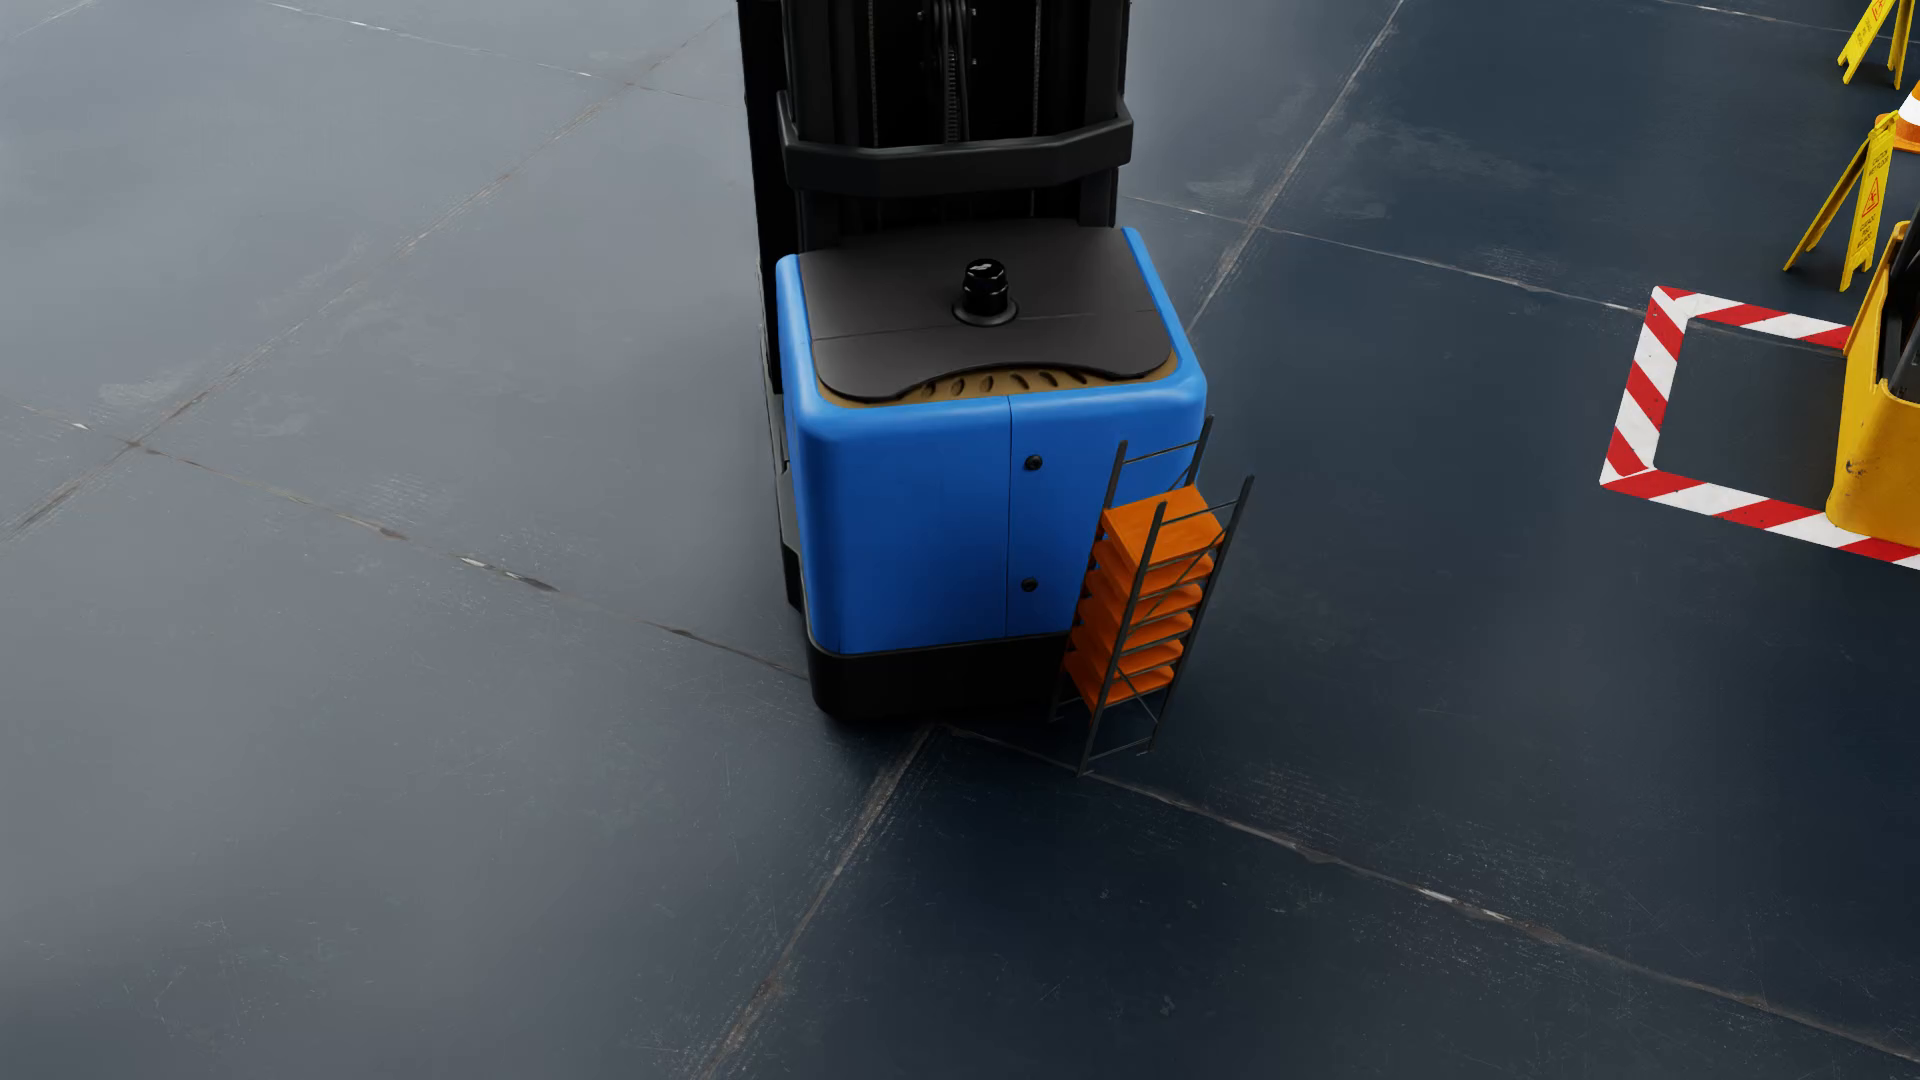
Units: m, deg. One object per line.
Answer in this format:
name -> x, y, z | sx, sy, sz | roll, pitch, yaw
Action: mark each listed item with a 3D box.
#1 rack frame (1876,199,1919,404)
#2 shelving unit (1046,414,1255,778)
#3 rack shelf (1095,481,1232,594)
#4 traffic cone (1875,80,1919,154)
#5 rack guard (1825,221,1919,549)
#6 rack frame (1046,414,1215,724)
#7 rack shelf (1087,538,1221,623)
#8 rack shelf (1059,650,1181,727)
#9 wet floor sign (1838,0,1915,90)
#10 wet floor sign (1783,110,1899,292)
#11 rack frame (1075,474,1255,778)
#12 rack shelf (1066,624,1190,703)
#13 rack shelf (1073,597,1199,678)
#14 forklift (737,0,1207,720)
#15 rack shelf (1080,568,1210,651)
rack frame -> 3.093, -1.502, 4.693 | 0.127, 3.000, 1.000 | 17, 44, 19
shelving unit -> 0.442, 0.182, 4.113 | 0.258, 1.200, 0.189 | -16, 57, -18
rack shelf -> 0.471, -0.008, 3.863 | 0.258, 0.103, 0.180 | -16, 57, -18
traffic cone -> 4.189, -1.943, 7.138 | 0.334, 0.463, 0.336 | 17, 44, 19
rack guard -> 3.161, -0.536, 5.487 | 0.348, 0.500, 1.175 | 17, 44, 19
rack frame -> 0.405, 0.113, 4.161 | 0.240, 1.200, 0.006 | -16, 57, -18
rack shelf -> 0.460, 0.065, 3.958 | 0.258, 0.103, 0.180 | -16, 57, -18
rack shelf -> 0.415, 0.353, 4.339 | 0.258, 0.103, 0.180 | -16, 57, -18
wet floor sign -> 4.230, -2.411, 7.539 | 0.232, 0.644, 0.267 | 10, 42, 11
wet floor sign -> 3.373, -1.300, 6.257 | 0.267, 0.644, 0.232 | -33, 51, -32
rack frame -> 0.478, 0.251, 4.065 | 0.240, 1.200, 0.006 | -16, 57, -18
rack shelf -> 0.426, 0.281, 4.244 | 0.258, 0.103, 0.180 | -16, 57, -18
rack shelf -> 0.437, 0.209, 4.149 | 0.258, 0.103, 0.180 | -16, 57, -18
forklift -> -0.108, -1.582, 4.837 | 1.130, 2.935, 3.031 | -6, 41, -7
rack shelf -> 0.449, 0.137, 4.053 | 0.258, 0.103, 0.180 | -16, 57, -18
